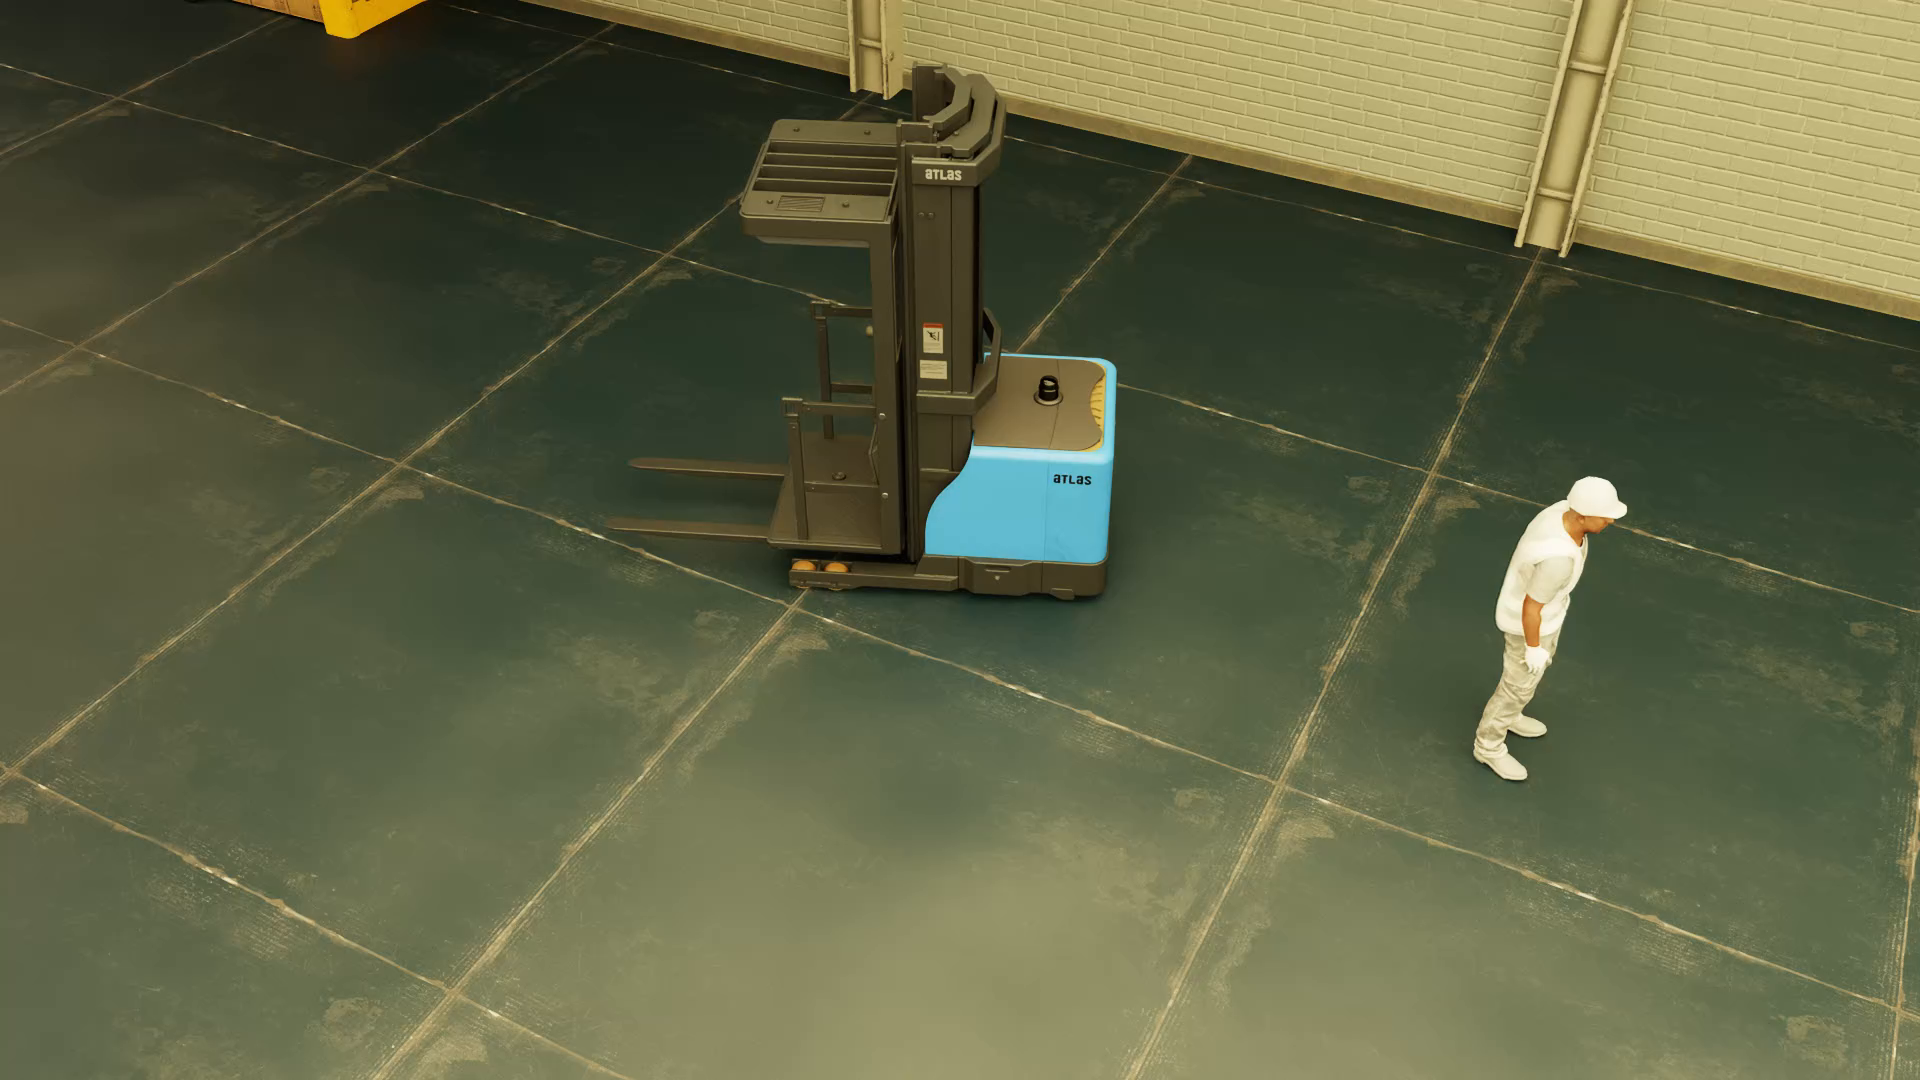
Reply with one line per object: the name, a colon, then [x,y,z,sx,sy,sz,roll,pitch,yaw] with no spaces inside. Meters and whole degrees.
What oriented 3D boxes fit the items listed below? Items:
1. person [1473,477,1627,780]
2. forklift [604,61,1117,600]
person: [2.945,0.395,8.417,0.444,1.775,0.629,19,44,21]
forklift: [-0.606,-1.157,9.360,3.031,2.935,1.130,3,40,4]
